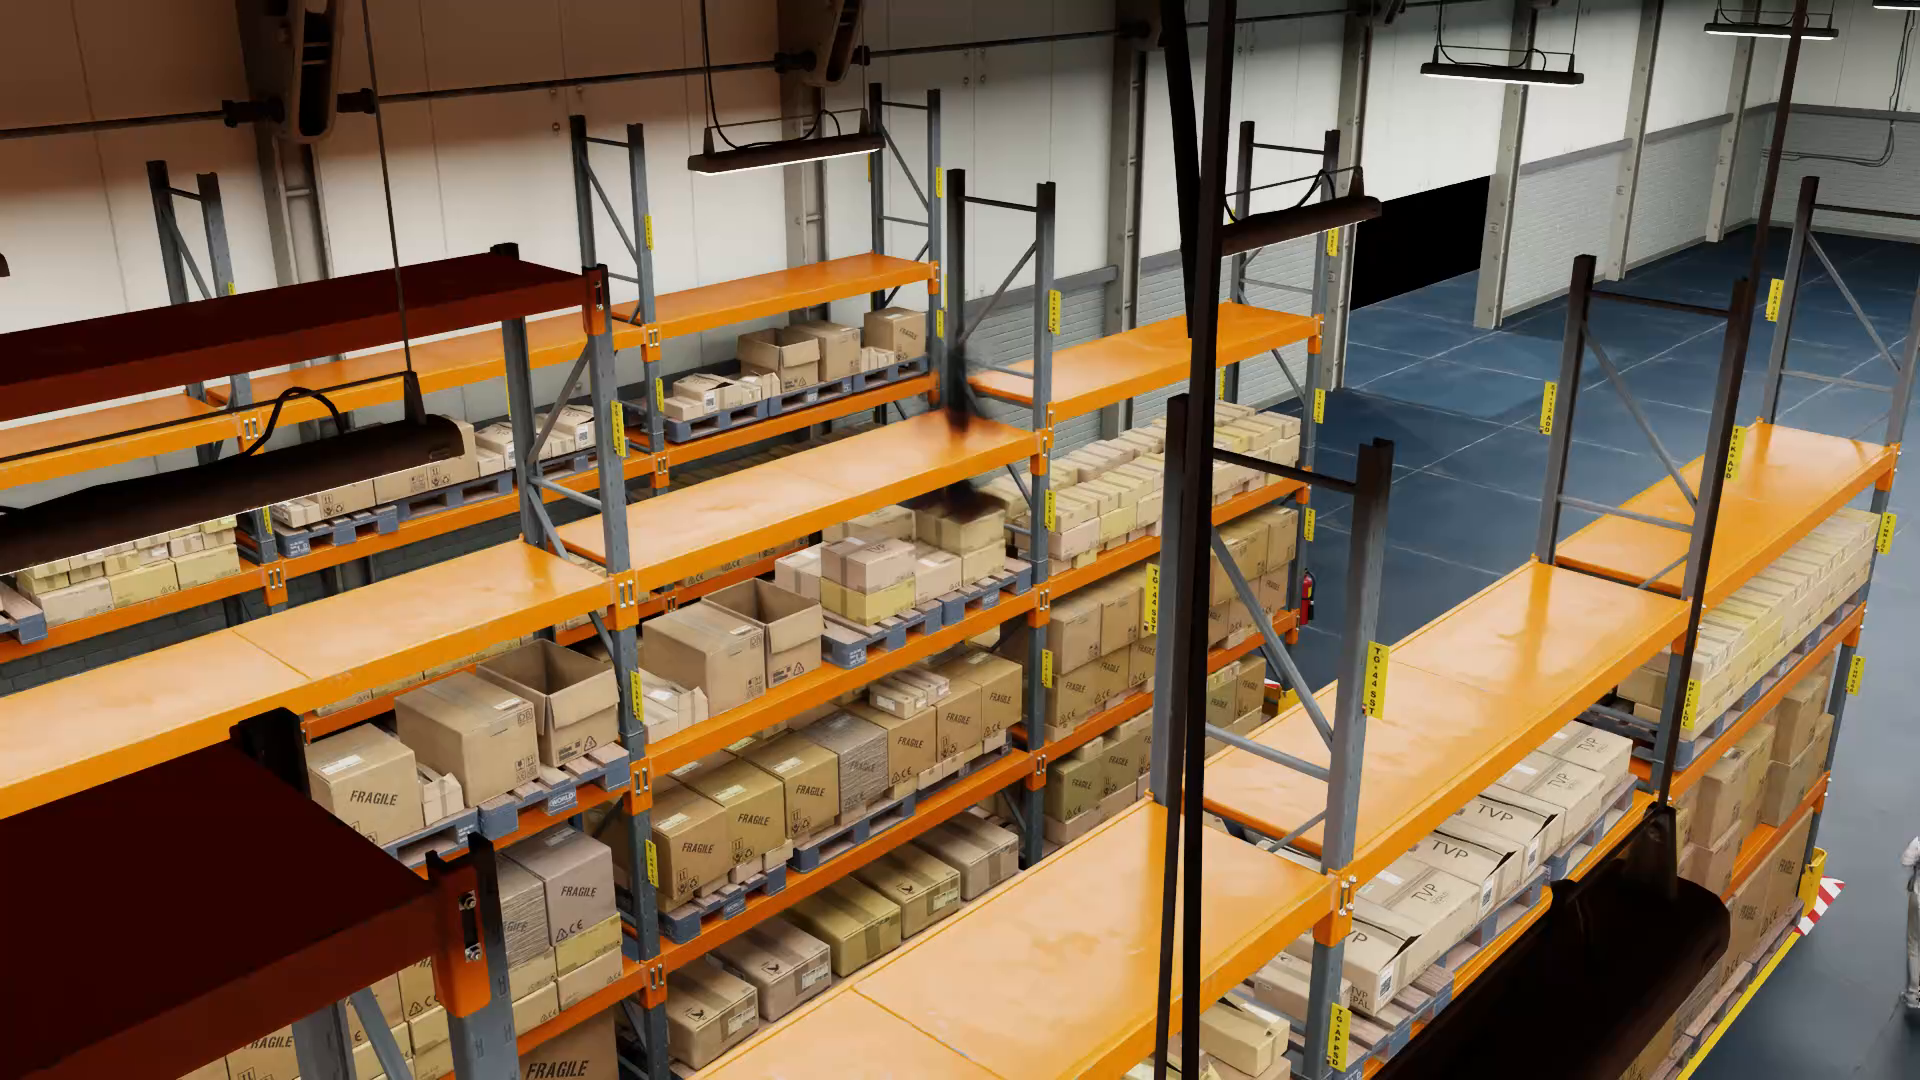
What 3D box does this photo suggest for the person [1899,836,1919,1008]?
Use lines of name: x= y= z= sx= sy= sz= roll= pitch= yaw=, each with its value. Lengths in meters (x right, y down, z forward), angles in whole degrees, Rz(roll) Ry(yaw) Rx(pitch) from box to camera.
person: x=7.401 y=2.750 z=12.609 sx=0.581 sy=1.744 sz=0.735 roll=8 pitch=22 yaw=19
